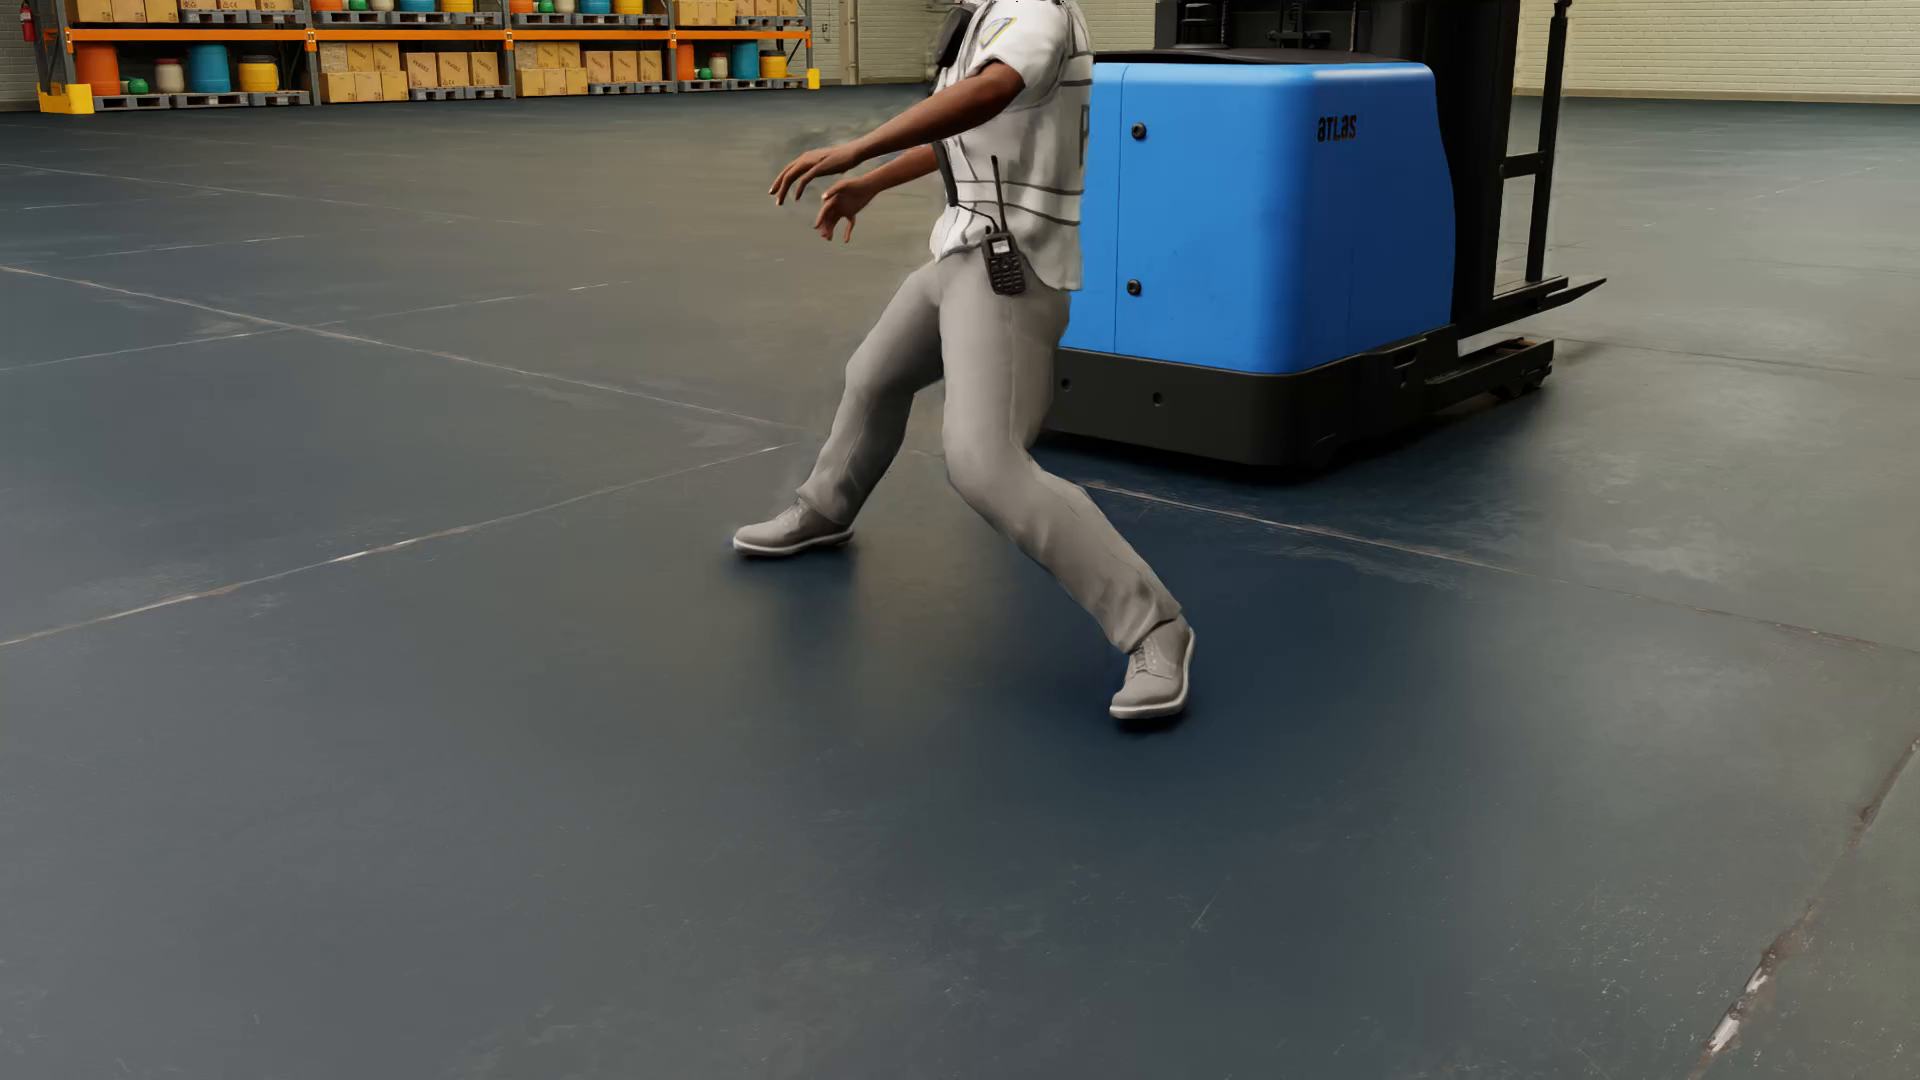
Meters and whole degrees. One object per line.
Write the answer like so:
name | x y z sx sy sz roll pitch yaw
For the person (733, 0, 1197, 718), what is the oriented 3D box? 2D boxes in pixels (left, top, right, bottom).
person | -0.041 -0.529 3.186 0.888 1.459 1.204 -1 17 -4

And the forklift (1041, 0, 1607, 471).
forklift | 1.362 -1.951 5.324 1.130 2.935 3.031 13 21 37
